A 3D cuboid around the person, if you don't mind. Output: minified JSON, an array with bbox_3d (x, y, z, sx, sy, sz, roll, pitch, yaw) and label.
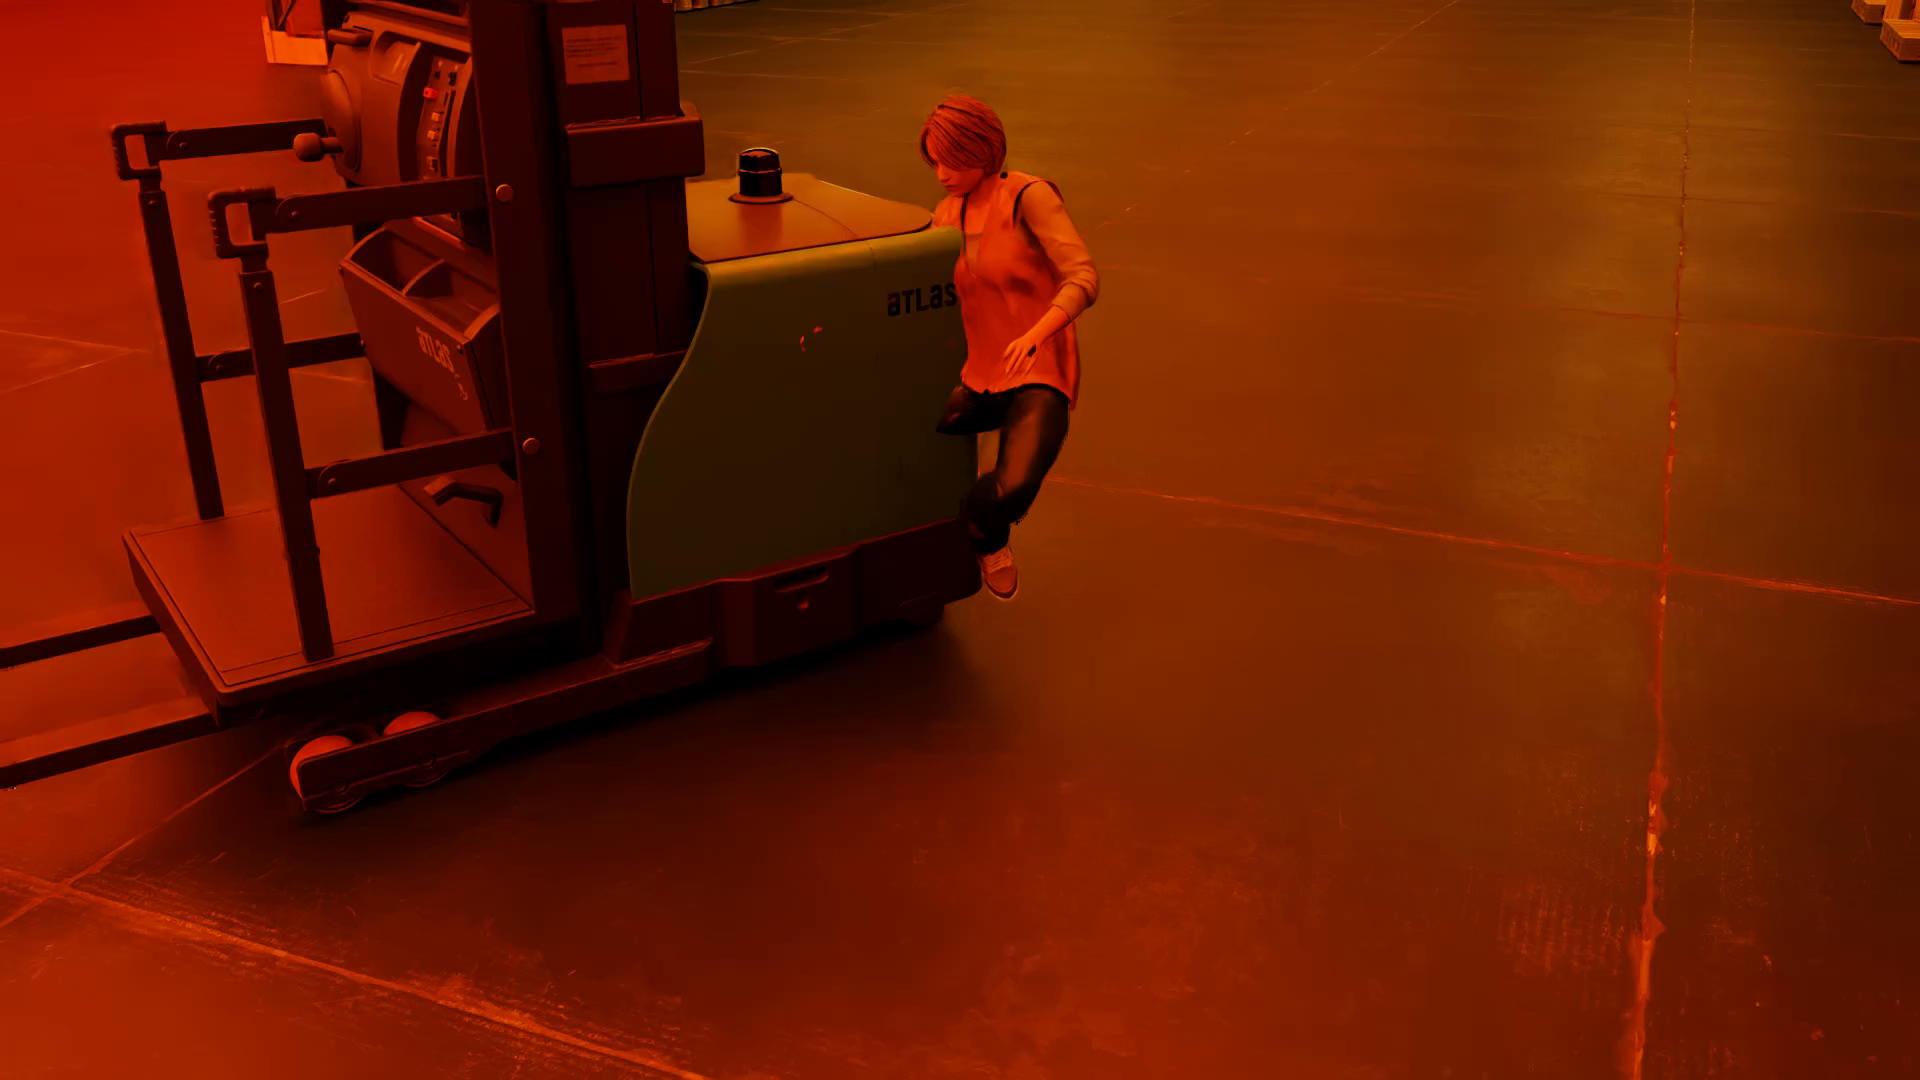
[{"bbox_3d":[-0.060,-0.399,4.214,0.766,1.358,0.709,17,28,36],"label":"person"}]

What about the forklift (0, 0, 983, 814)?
[{"bbox_3d":[-1.438,-0.983,3.645,3.031,2.935,1.130,-15,27,-32],"label":"forklift"}]
